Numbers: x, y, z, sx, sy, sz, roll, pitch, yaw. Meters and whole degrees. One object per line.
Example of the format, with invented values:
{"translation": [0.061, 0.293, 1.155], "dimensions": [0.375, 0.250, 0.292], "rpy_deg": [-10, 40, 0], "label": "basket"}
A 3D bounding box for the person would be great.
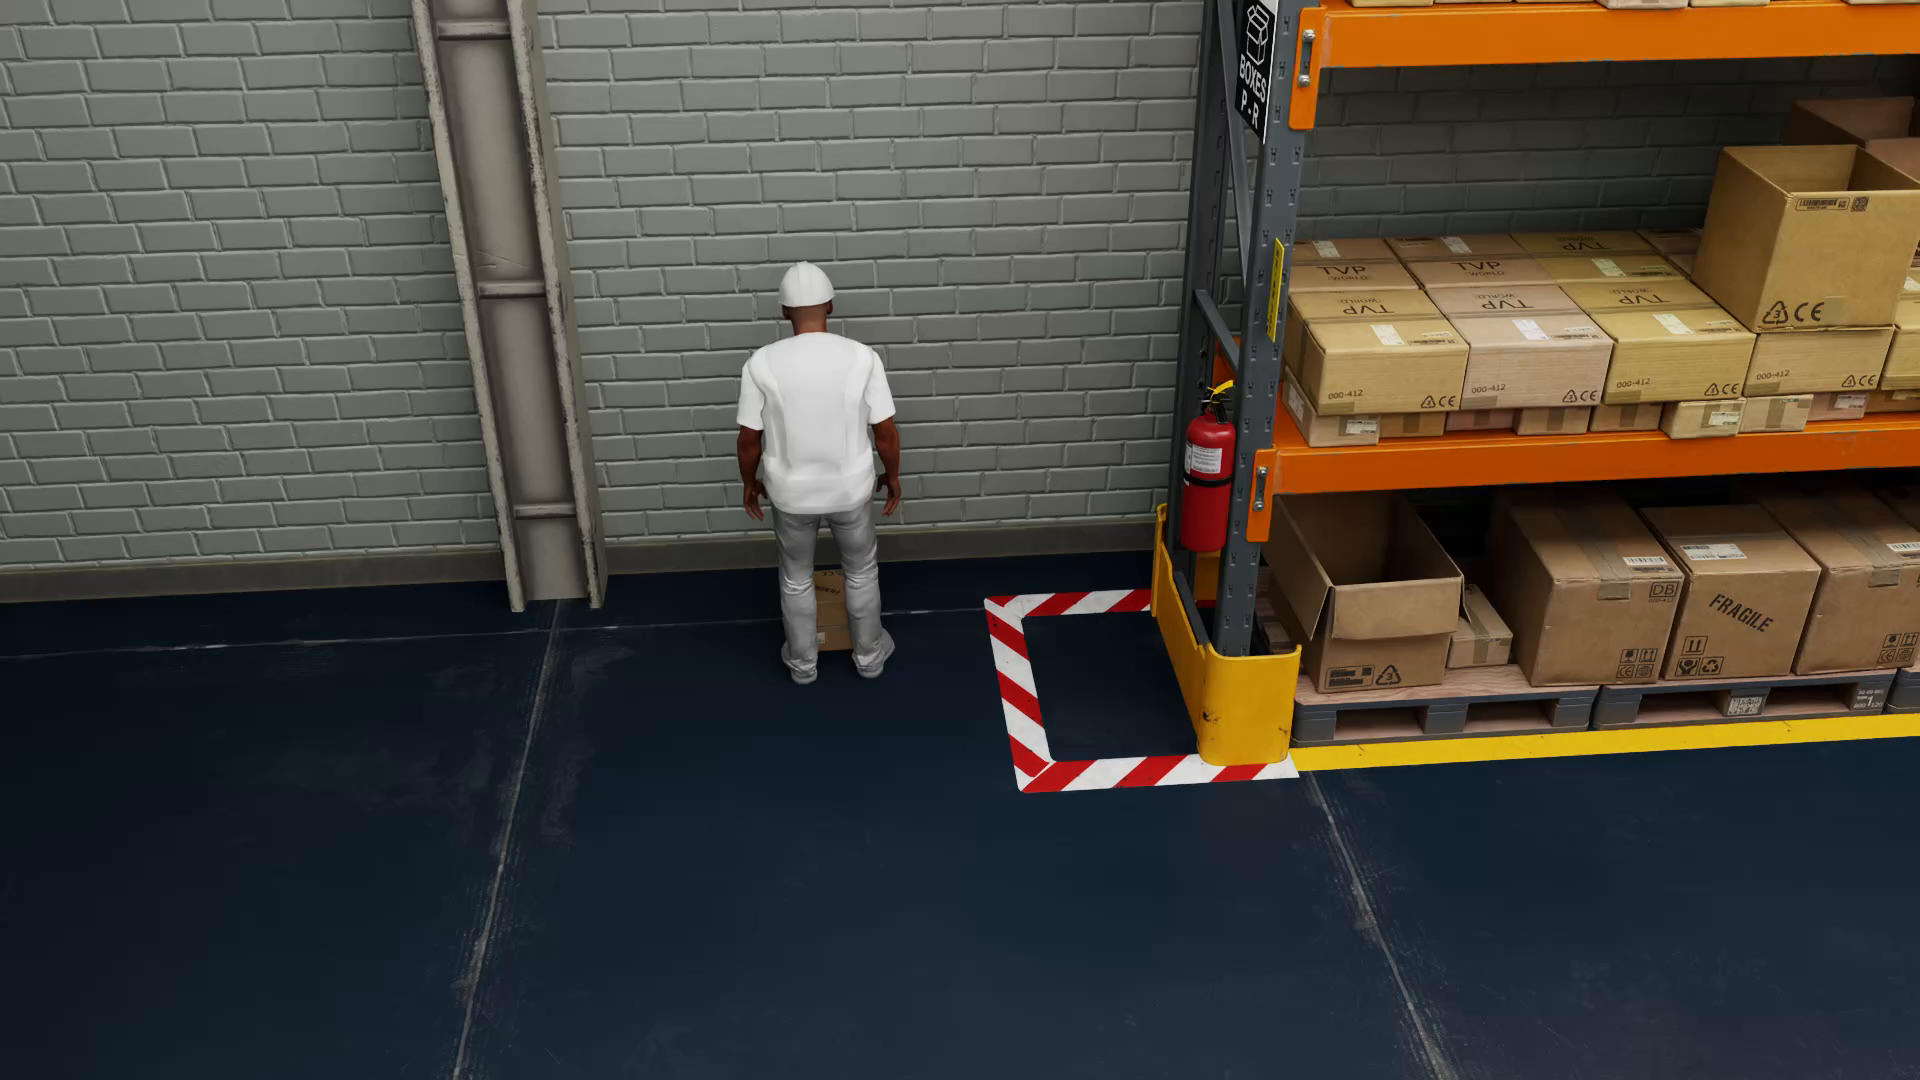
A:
{"translation": [-0.543, -0.229, 6.498], "dimensions": [0.627, 1.760, 0.460], "rpy_deg": [-3, 31, -4], "label": "person"}
